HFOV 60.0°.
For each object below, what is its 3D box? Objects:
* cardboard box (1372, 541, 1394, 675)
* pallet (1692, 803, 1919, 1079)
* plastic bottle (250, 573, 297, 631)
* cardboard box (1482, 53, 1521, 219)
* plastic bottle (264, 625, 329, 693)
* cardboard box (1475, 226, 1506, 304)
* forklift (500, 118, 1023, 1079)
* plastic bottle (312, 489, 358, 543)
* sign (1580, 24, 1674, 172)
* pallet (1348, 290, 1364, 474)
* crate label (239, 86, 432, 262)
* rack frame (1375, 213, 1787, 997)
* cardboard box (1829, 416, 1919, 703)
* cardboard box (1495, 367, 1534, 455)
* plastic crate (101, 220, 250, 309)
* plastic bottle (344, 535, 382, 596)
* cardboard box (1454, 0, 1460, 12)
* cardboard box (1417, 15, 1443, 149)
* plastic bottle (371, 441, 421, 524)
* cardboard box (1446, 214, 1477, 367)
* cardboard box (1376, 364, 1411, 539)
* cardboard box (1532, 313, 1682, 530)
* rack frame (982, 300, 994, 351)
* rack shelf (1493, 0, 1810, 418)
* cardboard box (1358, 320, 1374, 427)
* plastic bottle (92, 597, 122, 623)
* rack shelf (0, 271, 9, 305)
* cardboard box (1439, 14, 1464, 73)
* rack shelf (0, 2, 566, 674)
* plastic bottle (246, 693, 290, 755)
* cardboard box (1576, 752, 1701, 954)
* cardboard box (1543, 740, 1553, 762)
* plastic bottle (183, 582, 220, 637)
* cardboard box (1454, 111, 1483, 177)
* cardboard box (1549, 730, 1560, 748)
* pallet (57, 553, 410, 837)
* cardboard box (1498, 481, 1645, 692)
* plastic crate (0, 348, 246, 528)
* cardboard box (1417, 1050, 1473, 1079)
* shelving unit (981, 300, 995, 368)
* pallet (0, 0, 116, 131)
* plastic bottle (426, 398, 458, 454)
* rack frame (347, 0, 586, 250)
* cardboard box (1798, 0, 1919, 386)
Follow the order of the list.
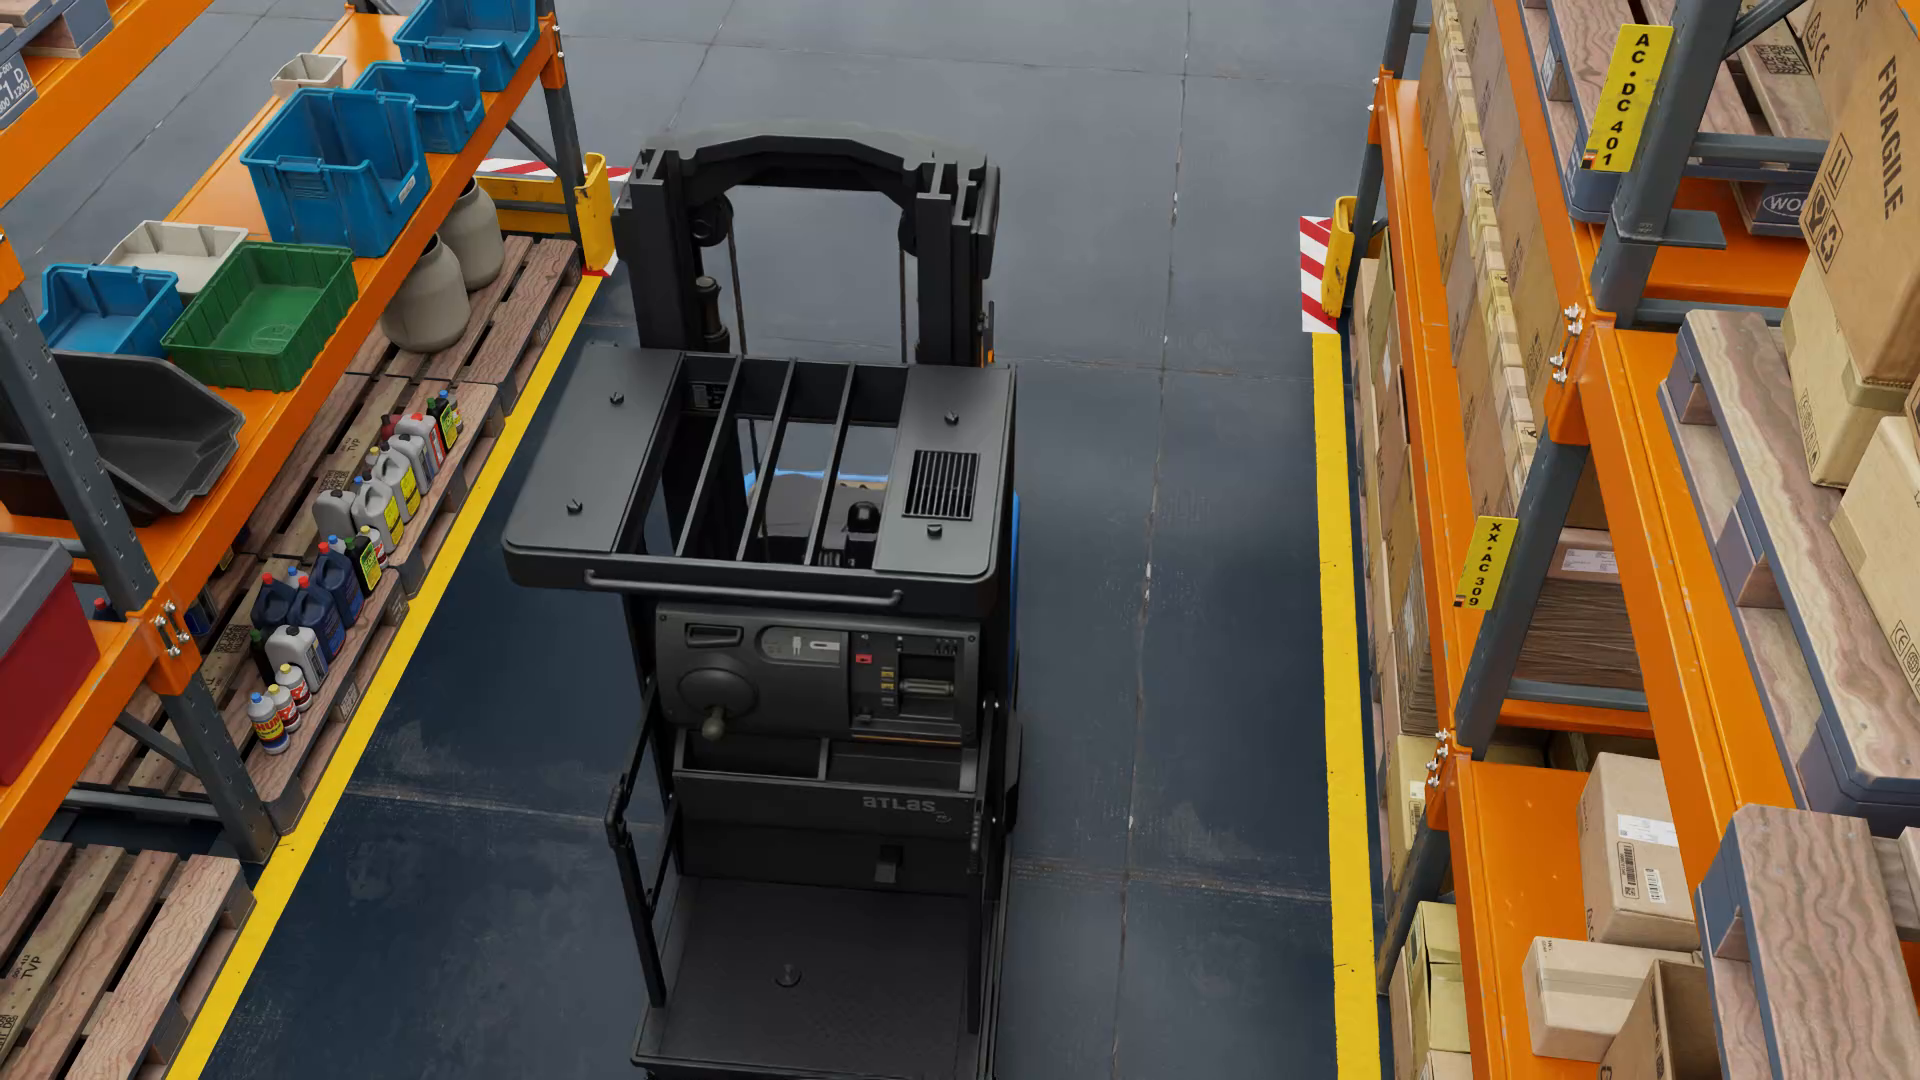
[{"bbox_3d":[1.885,0.283,6.464,0.500,0.250,0.500,5,44,6],"label":"cardboard box"},{"bbox_3d":[1.530,0.927,2.045,1.003,0.211,1.213,7,44,7],"label":"pallet"},{"bbox_3d":[-2.622,0.279,6.381,0.144,0.351,0.185,5,44,6],"label":"plastic bottle"},{"bbox_3d":[2.164,-1.382,5.511,0.700,0.500,0.500,5,44,6],"label":"cardboard box"},{"bbox_3d":[-2.504,0.431,6.274,0.152,0.276,0.135,7,44,7],"label":"plastic bottle"},{"bbox_3d":[1.906,-0.887,5.461,0.380,0.149,0.250,6,44,7],"label":"cardboard box"},{"bbox_3d":[-0.426,0.487,4.604,1.130,2.935,3.031,4,44,4],"label":"forklift"},{"bbox_3d":[-2.548,-0.096,6.830,0.152,0.276,0.135,5,44,6],"label":"plastic bottle"},{"bbox_3d":[1.362,-0.900,3.404,0.100,0.325,0.005,5,44,6],"label":"sign"},{"bbox_3d":[2.382,-0.734,7.871,1.003,0.211,1.213,5,44,6],"label":"pallet"},{"bbox_3d":[-2.443,-1.458,6.582,0.502,0.435,0.616,5,44,6],"label":"crate label"},{"bbox_3d":[1.913,0.455,4.588,1.000,3.000,0.127,5,44,6],"label":"rack frame"},{"bbox_3d":[1.752,0.061,2.626,0.500,0.250,0.500,1,43,1],"label":"cardboard box"},{"bbox_3d":[1.803,-0.369,4.913,0.380,0.149,0.250,4,44,4],"label":"cardboard box"},{"bbox_3d":[-3.033,-1.032,6.350,0.530,0.136,0.437,5,44,6],"label":"plastic crate"},{"bbox_3d":[-2.391,0.079,6.641,0.061,0.283,0.133,7,44,7],"label":"plastic bottle"},{"bbox_3d":[2.360,-2.426,6.614,0.700,0.500,0.500,5,44,6],"label":"cardboard box"},{"bbox_3d":[2.367,-1.991,7.098,0.700,0.500,0.500,5,44,6],"label":"cardboard box"},{"bbox_3d":[-2.373,-0.253,6.943,0.144,0.351,0.185,7,44,7],"label":"plastic bottle"},{"bbox_3d":[2.165,-0.935,5.983,0.700,0.500,0.500,6,44,7],"label":"cardboard box"},{"bbox_3d":[1.949,-0.330,6.566,0.500,0.500,0.500,5,44,6],"label":"cardboard box"},{"bbox_3d":[1.965,-0.356,4.428,0.700,0.500,0.500,5,44,6],"label":"cardboard box"},{"bbox_3d":[0.014,-0.508,6.914,0.240,1.200,0.006,5,44,6],"label":"rack frame"},{"bbox_3d":[2.177,-1.736,5.244,1.077,0.370,4.000,5,44,6],"label":"rack shelf"},{"bbox_3d":[2.088,-0.739,7.543,0.500,0.250,0.500,5,44,6],"label":"cardboard box"},{"bbox_3d":[-3.197,0.339,6.317,0.144,0.351,0.185,4,44,4],"label":"plastic bottle"},{"bbox_3d":[-3.261,0.537,2.843,1.077,0.370,4.000,5,44,6],"label":"rack shelf"},{"bbox_3d":[2.110,-1.945,6.578,0.380,0.149,0.250,5,44,6],"label":"cardboard box"},{"bbox_3d":[-2.732,-1.100,6.753,1.077,0.370,4.000,5,44,6],"label":"rack shelf"},{"bbox_3d":[-2.520,0.656,6.040,0.097,0.271,0.097,0,43,0],"label":"plastic bottle"},{"bbox_3d":[1.891,0.849,4.281,0.500,0.250,0.500,8,44,8],"label":"cardboard box"},{"bbox_3d":[2.346,0.672,6.053,0.500,0.250,0.500,5,44,6],"label":"cardboard box"},{"bbox_3d":[-3.022,0.232,6.485,0.152,0.276,0.135,5,44,6],"label":"plastic bottle"},{"bbox_3d":[2.008,-1.417,6.021,0.380,0.149,0.250,5,44,5],"label":"cardboard box"},{"bbox_3d":[2.343,0.399,5.795,0.500,0.500,0.500,5,44,6],"label":"cardboard box"},{"bbox_3d":[-2.867,0.561,6.504,1.003,0.211,1.213,5,44,6],"label":"pallet"},{"bbox_3d":[1.965,0.116,4.874,0.700,0.500,0.500,4,44,4],"label":"cardboard box"},{"bbox_3d":[-2.801,-0.321,5.452,0.767,0.338,0.504,5,44,6],"label":"plastic crate"},{"bbox_3d":[1.540,1.697,4.563,0.500,0.311,0.500,5,44,5],"label":"cardboard box"},{"bbox_3d":[0.002,-0.446,6.848,0.258,1.200,0.189,5,44,6],"label":"shelving unit"},{"bbox_3d":[-2.998,-1.519,4.628,1.213,0.211,1.003,5,44,6],"label":"pallet"},{"bbox_3d":[-2.273,-0.525,7.278,0.061,0.283,0.133,6,44,7],"label":"plastic bottle"},{"bbox_3d":[-2.468,-2.724,7.945,1.000,3.000,0.127,5,44,6],"label":"rack frame"},{"bbox_3d":[1.792,-0.588,2.766,0.500,0.500,0.500,6,44,6],"label":"cardboard box"}]
